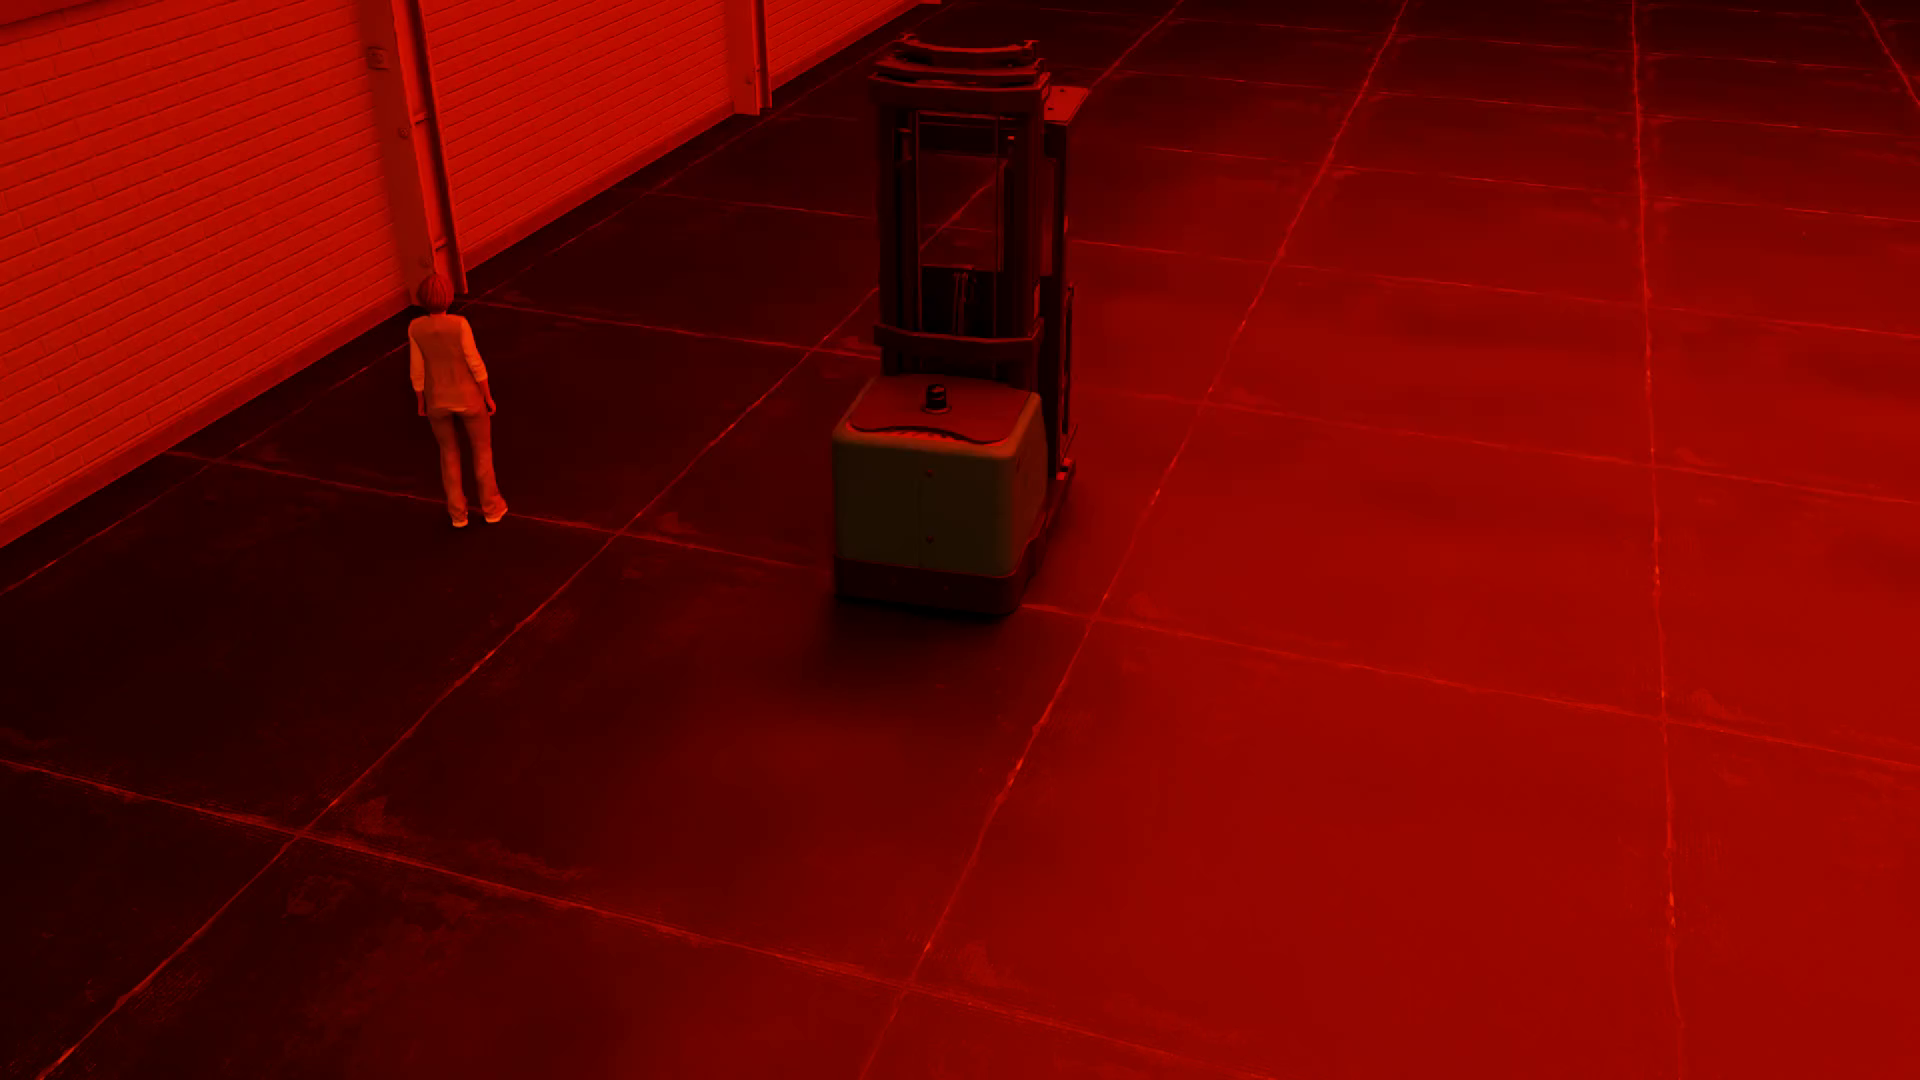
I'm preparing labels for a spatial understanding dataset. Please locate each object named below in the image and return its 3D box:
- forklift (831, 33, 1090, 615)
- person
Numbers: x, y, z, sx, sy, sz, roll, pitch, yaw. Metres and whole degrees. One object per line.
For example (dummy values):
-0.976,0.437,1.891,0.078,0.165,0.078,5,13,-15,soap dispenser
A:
0.127,-1.575,9.900,1.130,2.935,3.031,7,30,12,forklift
-3.009,-0.831,9.939,0.462,1.602,0.336,-2,30,-4,person
